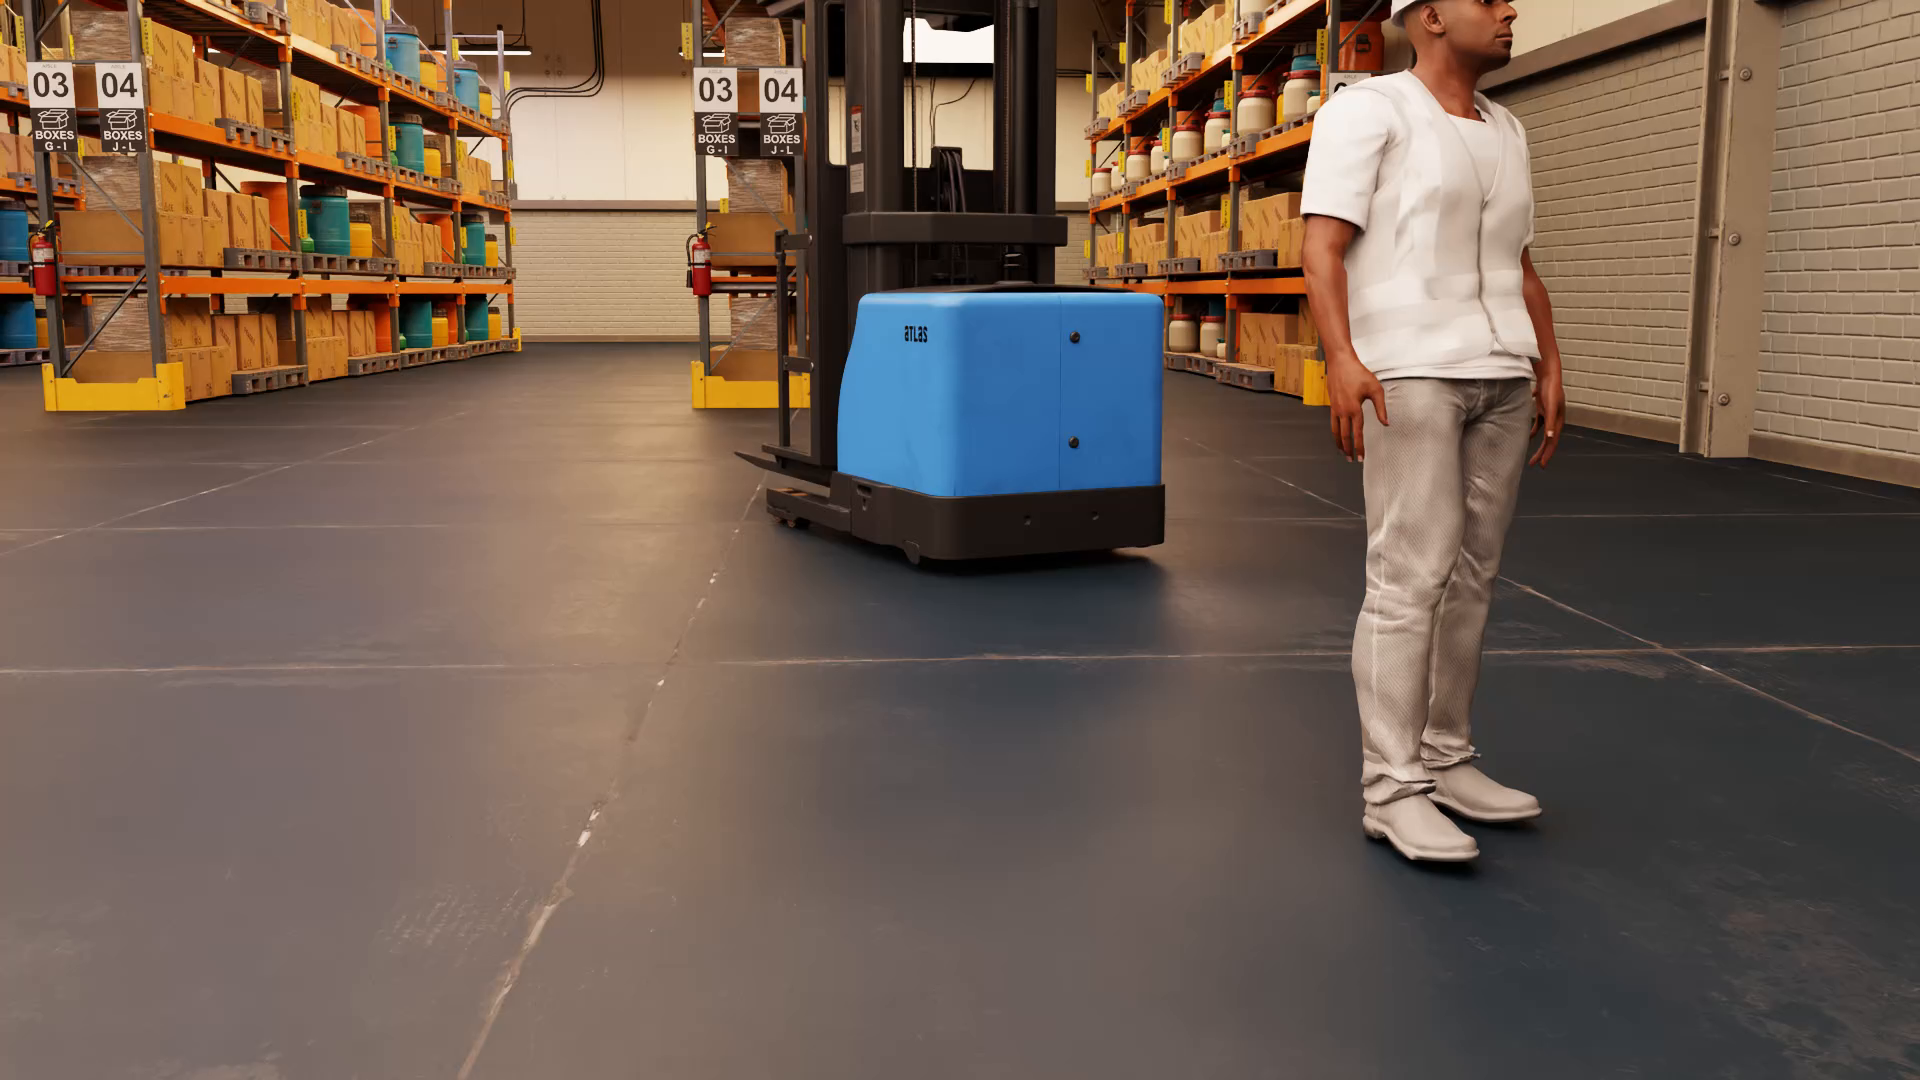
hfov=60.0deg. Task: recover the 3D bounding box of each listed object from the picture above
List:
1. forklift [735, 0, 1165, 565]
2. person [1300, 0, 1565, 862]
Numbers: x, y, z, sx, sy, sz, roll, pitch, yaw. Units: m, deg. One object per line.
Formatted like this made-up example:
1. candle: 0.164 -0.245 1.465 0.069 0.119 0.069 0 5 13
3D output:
1. forklift: -0.264 -1.530 7.637 1.130 2.935 3.031 -4 9 -25
2. person: 1.019 -0.309 3.326 0.665 1.769 0.574 -5 10 -32
